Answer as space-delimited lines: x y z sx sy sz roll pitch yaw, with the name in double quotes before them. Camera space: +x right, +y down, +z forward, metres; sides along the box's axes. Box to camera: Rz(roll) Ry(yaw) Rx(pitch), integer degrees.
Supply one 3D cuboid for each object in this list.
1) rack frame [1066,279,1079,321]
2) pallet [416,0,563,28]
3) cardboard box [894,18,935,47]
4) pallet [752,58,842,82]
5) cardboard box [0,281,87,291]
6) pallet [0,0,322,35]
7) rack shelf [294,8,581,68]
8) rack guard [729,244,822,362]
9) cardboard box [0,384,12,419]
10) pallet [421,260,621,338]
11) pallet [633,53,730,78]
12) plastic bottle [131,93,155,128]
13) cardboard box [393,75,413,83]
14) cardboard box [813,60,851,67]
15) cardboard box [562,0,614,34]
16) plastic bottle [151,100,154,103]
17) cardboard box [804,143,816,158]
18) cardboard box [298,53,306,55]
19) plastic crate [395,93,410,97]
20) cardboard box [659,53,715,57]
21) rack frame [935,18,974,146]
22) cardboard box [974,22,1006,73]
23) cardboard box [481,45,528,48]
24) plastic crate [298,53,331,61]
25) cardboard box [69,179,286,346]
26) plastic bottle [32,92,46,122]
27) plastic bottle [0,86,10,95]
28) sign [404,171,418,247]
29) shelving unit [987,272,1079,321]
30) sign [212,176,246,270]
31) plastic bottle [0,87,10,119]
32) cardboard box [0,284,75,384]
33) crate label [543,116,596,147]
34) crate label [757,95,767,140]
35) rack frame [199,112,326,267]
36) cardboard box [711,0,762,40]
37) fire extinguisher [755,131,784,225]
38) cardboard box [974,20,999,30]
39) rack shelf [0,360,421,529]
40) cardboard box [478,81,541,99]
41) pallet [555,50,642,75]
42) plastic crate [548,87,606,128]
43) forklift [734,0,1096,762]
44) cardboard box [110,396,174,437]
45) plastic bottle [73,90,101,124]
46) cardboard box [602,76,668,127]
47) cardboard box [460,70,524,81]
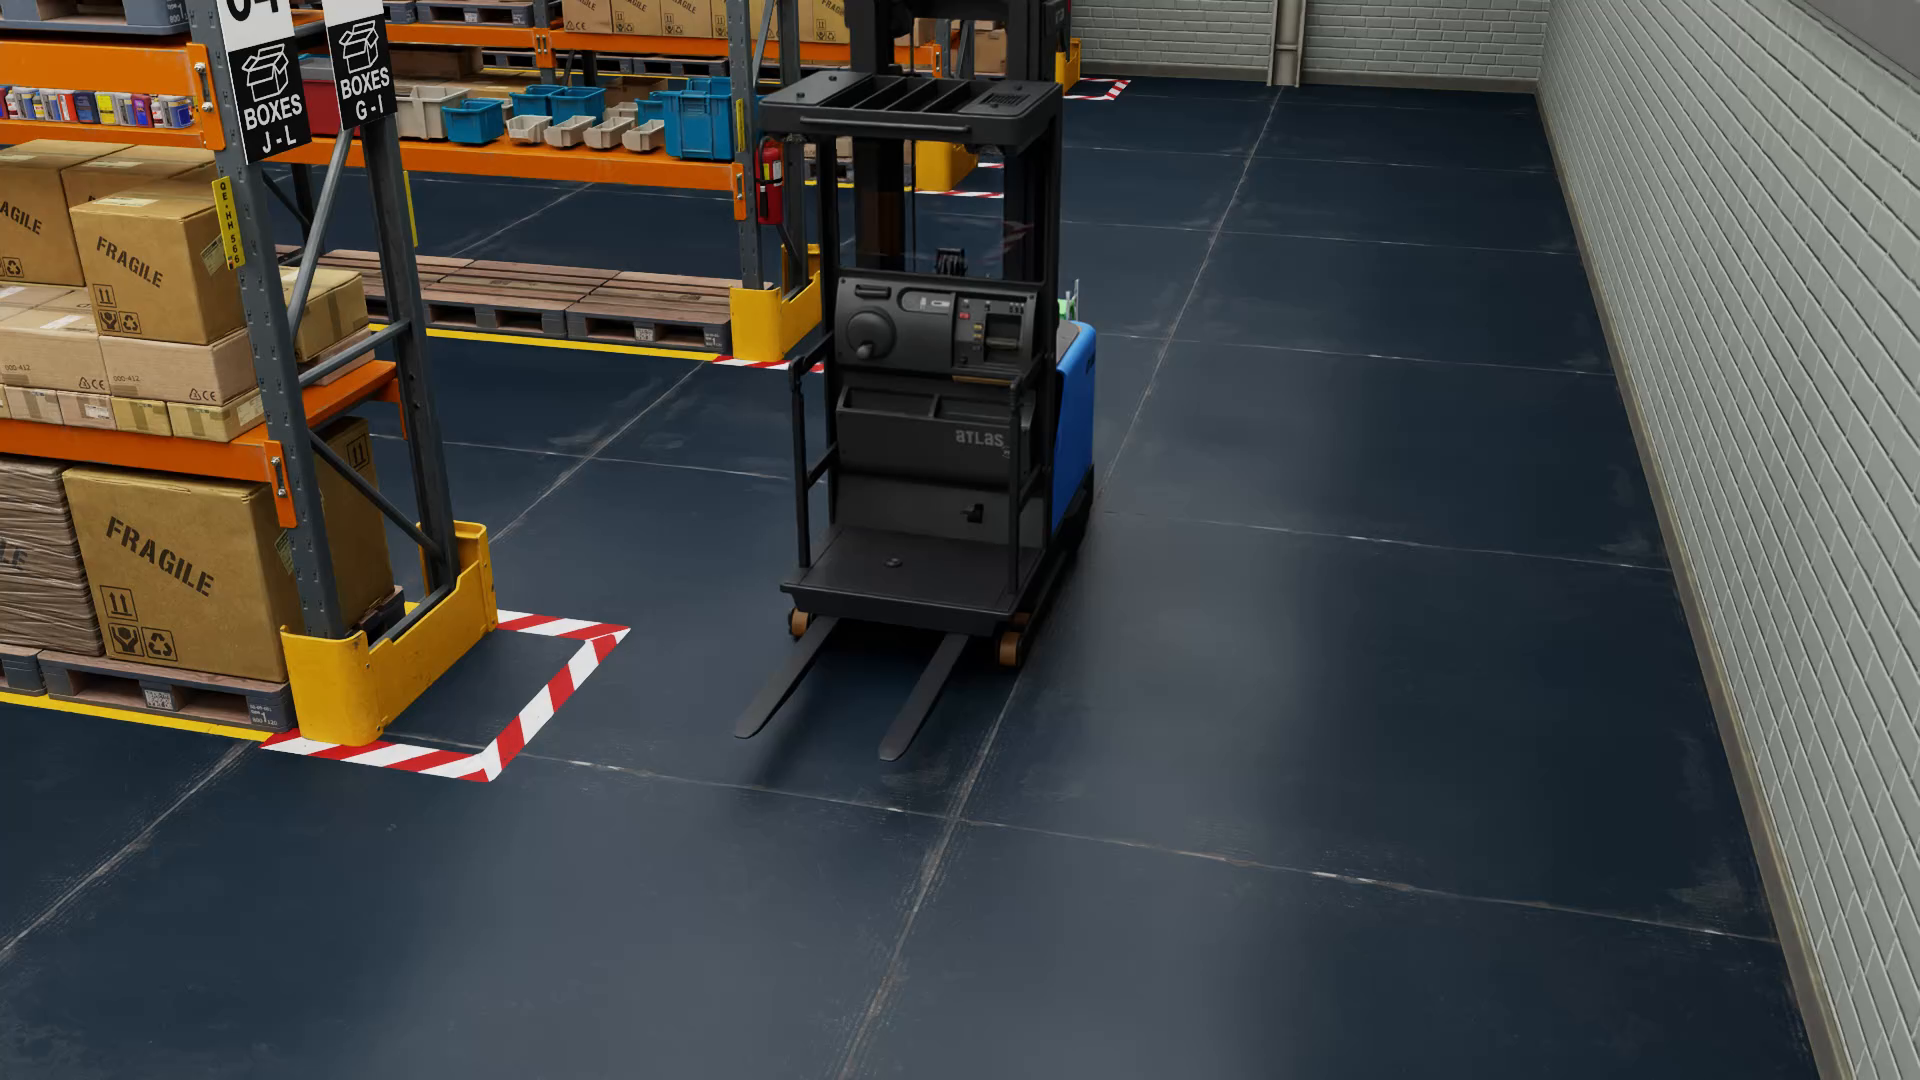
"rack frame" 0.594 -0.802 9.038 0.015 1.200 0.240 7 26 14
"pallet" -4.665 -5.346 16.713 1.213 0.211 1.003 6 26 13
"cardboard box" -0.546 -4.853 15.338 0.500 0.500 0.500 7 26 15
"pallet" -1.971 -5.991 21.089 1.213 0.211 1.003 6 26 13
"cardboard box" -3.903 -1.088 7.375 0.500 0.250 0.500 5 26 11
"pallet" -3.236 -2.139 6.367 1.213 0.211 1.003 6 26 13
"rack shelf" -5.855 -5.191 17.001 4.000 0.370 1.077 6 26 13
"rack guard" -1.255 -1.686 11.709 0.348 0.500 1.175 6 26 13
"cardboard box" -3.931 -0.646 6.910 0.250 0.149 0.380 6 26 12
"pallet" -3.248 -1.788 12.261 1.213 0.211 1.003 6 26 13
"pallet" -3.454 -6.156 21.436 1.213 0.211 1.003 6 26 13
"plastic bottle" -5.853 -3.101 11.909 0.133 0.283 0.061 6 26 13
"cardboard box" -5.923 -4.469 17.043 0.500 0.500 0.500 5 26 11
"cardboard box" -1.503 -6.247 20.802 0.500 0.500 0.700 6 26 12
"cardboard box" -3.492 -5.179 16.022 0.500 0.500 0.500 7 26 14
"plastic bottle" -5.851 -3.098 12.000 0.097 0.201 0.097 0 25 0
"cardboard box" -1.545 -3.900 16.140 0.500 0.250 0.500 6 26 13
"cardboard box" -6.772 -5.132 17.563 0.500 0.250 0.500 7 26 15
"plastic crate" -4.004 -3.135 12.095 0.590 0.125 0.437 6 26 13
"cardboard box" -3.350 -6.599 21.133 0.750 0.750 0.750 7 26 14
"rack frame" -0.044 -4.873 15.497 0.127 3.000 1.000 6 26 13
"cardboard box" 0.483 -6.030 20.346 0.500 0.500 0.700 6 26 13
"cardboard box" -5.882 -6.878 21.720 0.750 0.750 0.750 6 26 12
"plastic crate" -4.618 -3.352 12.249 0.575 0.384 0.392 6 26 13
"cardboard box" -3.052 -1.098 6.522 0.500 0.500 0.500 7 26 14
"plastic bottle" -6.709 -3.166 12.142 0.097 0.201 0.097 0 25 0
"plastic bottle" -7.048 -3.262 12.263 0.097 0.271 0.097 0 25 0
"sign" -2.371 -1.407 7.116 0.005 0.325 0.100 6 26 13
"shelving unit" 0.359 -0.830 9.097 0.503 1.200 0.258 7 26 14
"sign" -2.664 -1.155 6.064 0.005 0.325 0.100 6 26 13
"plastic bottle" -7.050 -3.233 12.187 0.133 0.283 0.061 6 26 13
"cardboard box" -4.034 -0.867 6.909 0.500 0.250 0.500 5 26 11
"crate label" -2.669 -2.788 11.354 0.243 0.136 0.396 6 26 13
"crate label" -1.438 -2.927 11.533 0.303 0.233 0.416 6 26 13
"rack frame" -5.155 -3.240 12.066 0.127 3.000 1.000 6 26 13
"cardboard box" -2.019 -5.017 15.682 0.500 0.500 0.500 6 26 12
"fire extinguisher" -1.248 -2.403 10.832 0.183 0.674 0.296 6 26 13
"cardboard box" 0.313 -6.261 20.076 0.250 0.149 0.380 6 26 12
"rack shelf" -4.452 -0.639 7.439 4.000 0.370 1.077 6 26 13
"cardboard box" -4.467 -4.305 16.699 0.500 0.500 0.500 6 26 13
"pallet" -4.639 -6.286 21.708 1.213 0.211 1.003 6 26 13
"plastic crate" -2.714 -3.068 11.829 0.300 0.233 0.416 6 26 13
"forklift" -0.169 -0.933 7.299 1.130 2.935 3.031 7 26 14
"cardboard box" -3.194 -0.564 6.738 0.250 0.149 0.380 7 26 14
"plastic bottle" -6.306 -3.200 12.038 0.185 0.351 0.144 6 26 13
"cardboard box" -3.296 -4.429 16.959 0.500 0.500 0.500 6 26 13
"cardboard box" -4.845 -4.577 17.271 0.500 0.500 0.500 7 26 14
